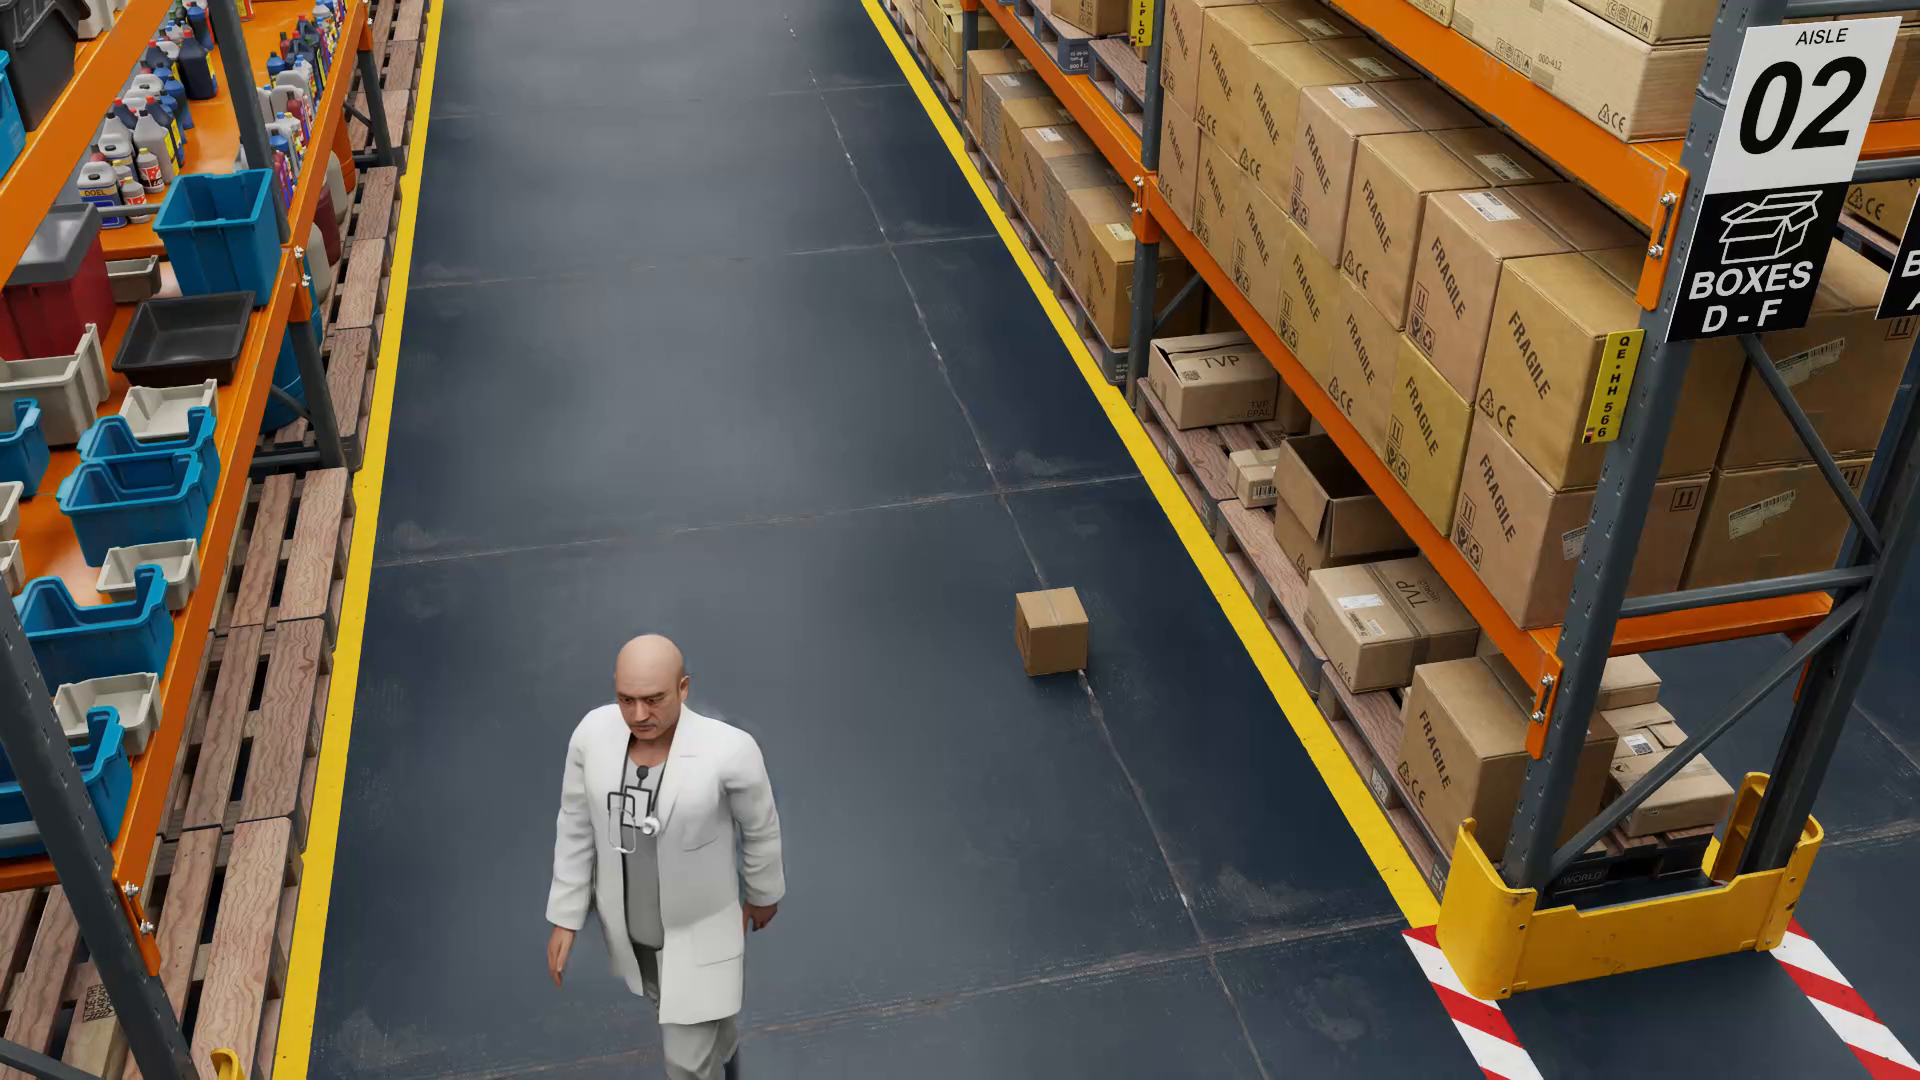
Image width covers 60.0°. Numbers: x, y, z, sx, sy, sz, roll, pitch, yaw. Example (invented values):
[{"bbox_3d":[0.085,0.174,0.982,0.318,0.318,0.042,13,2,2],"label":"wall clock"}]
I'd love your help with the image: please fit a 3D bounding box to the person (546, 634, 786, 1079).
[{"bbox_3d":[-0.823,1.085,4.573,0.573,1.842,0.709,11,35,16],"label":"person"}]
